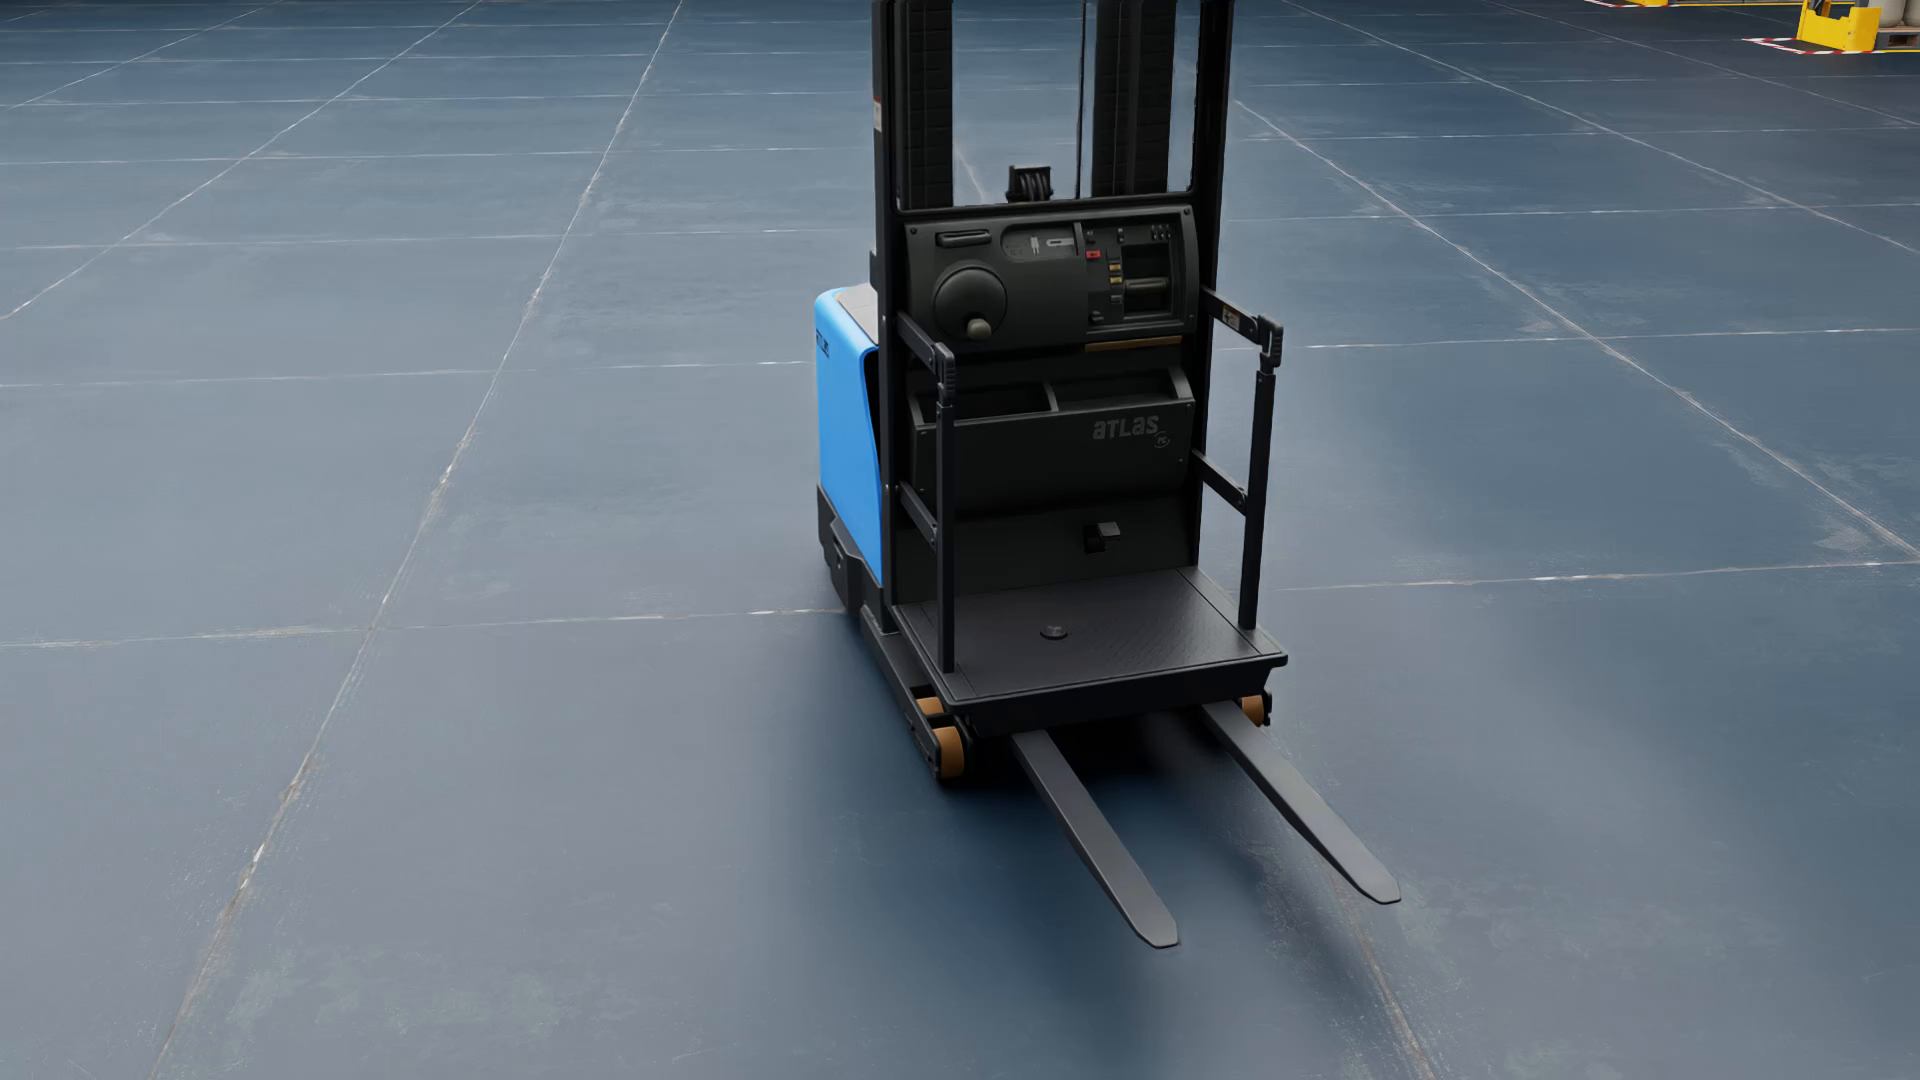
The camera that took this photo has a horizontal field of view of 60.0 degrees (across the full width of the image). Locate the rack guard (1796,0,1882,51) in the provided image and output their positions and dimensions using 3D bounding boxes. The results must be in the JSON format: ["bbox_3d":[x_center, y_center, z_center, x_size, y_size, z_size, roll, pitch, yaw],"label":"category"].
[{"bbox_3d":[10.752,-6.323,20.361,0.348,0.500,1.175,-2,24,-5],"label":"rack guard"}]

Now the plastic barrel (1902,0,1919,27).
[{"bbox_3d":[11.827,-6.576,20.397,0.421,0.512,0.421,0,24,0],"label":"plastic barrel"}]

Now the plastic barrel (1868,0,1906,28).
[{"bbox_3d":[11.328,-6.556,20.352,0.421,0.512,0.421,0,24,0],"label":"plastic barrel"}]

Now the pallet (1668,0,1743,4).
[{"bbox_3d":[10.955,-8.219,24.982,1.213,0.211,1.003,-2,24,-5],"label":"pallet"}]

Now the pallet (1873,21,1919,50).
[{"bbox_3d":[11.561,-6.222,20.488,1.213,0.211,1.003,-2,24,-5],"label":"pallet"}]

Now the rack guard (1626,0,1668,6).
[{"bbox_3d":[10.174,-8.303,24.814,0.348,0.500,1.175,-2,24,-5],"label":"rack guard"}]

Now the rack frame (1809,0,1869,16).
[{"bbox_3d":[10.681,-7.444,19.804,0.127,3.000,1.000,-2,24,-5],"label":"rack frame"}]

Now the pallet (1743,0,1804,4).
[{"bbox_3d":[12.166,-8.267,25.088,1.213,0.211,1.003,-2,24,-5],"label":"pallet"}]

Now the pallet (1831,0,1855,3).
[{"bbox_3d":[13.383,-8.317,25.201,1.213,0.211,1.003,-2,24,-5],"label":"pallet"}]

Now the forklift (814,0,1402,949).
[{"bbox_3d":[0.354,-0.783,4.903,1.130,2.935,3.031,-7,25,-15],"label":"forklift"}]
